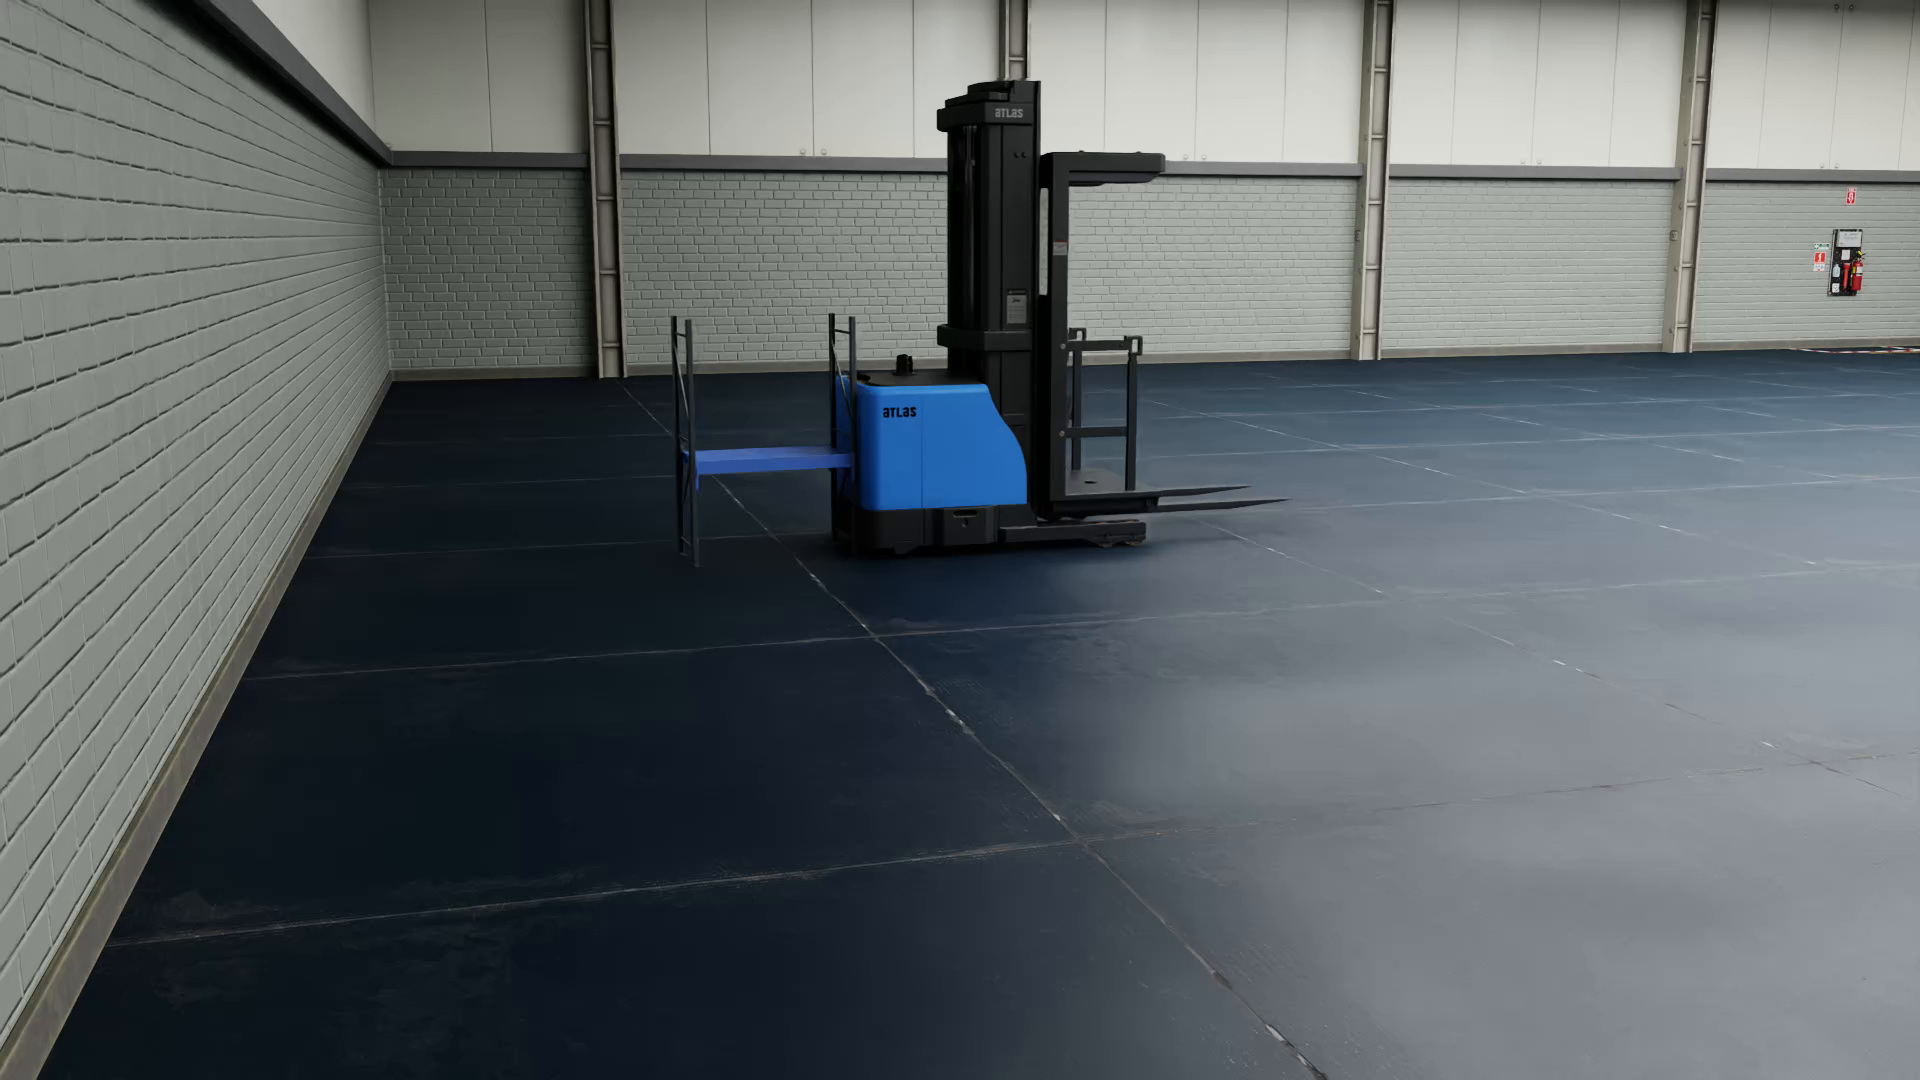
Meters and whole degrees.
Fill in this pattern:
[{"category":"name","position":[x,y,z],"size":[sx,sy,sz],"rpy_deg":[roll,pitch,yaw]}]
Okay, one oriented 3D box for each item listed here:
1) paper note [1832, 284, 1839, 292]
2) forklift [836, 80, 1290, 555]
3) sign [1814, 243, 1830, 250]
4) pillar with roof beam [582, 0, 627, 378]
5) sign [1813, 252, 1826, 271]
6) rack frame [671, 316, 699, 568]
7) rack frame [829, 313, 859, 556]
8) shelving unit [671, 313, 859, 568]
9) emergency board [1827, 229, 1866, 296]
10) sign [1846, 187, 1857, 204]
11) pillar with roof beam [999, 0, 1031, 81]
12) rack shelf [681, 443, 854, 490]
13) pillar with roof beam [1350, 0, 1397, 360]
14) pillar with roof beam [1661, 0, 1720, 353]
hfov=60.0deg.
[{"category":"paper note","position":[15.519,-4.467,29.457],"size":[0.142,0.148,0.016],"rpy_deg":[-3,11,-16]},{"category":"forklift","position":[0.709,-1.480,10.993],"size":[3.031,2.935,1.130],"rpy_deg":[-3,11,-17]},{"category":"sign","position":[15.155,-5.164,29.248],"size":[0.331,0.109,0.001],"rpy_deg":[-3,11,-16]},{"category":"pillar with roof beam","position":[-3.749,-6.003,18.798],"size":[0.400,9.000,9.100],"rpy_deg":[-3,11,-16]},{"category":"sign","position":[15.148,-4.904,29.303],"size":[0.234,0.329,0.001],"rpy_deg":[-3,11,-16]},{"category":"rack frame","position":[-1.694,-0.612,10.229],"size":[0.032,1.500,0.500],"rpy_deg":[-4,11,-20]},{"category":"rack frame","position":[-0.742,-0.677,10.581],"size":[0.032,1.500,0.500],"rpy_deg":[-4,11,-20]},{"category":"shelving unit","position":[-1.218,-0.644,10.405],"size":[1.048,1.500,0.538],"rpy_deg":[-4,11,-20]},{"category":"emergency board","position":[15.708,-4.897,29.360],"size":[0.643,1.169,0.194],"rpy_deg":[-3,11,-16]},{"category":"sign","position":[15.672,-6.054,29.242],"size":[0.199,0.298,0.001],"rpy_deg":[-3,11,-16]},{"category":"pillar with roof beam","position":[2.012,-6.306,20.448],"size":[0.400,9.000,9.100],"rpy_deg":[-3,11,-16]},{"category":"rack shelf","position":[-1.218,-0.468,10.437],"size":[1.000,0.185,0.538],"rpy_deg":[-4,11,-20]},{"category":"pillar with roof beam","position":[7.773,-6.610,22.097],"size":[0.400,9.000,9.100],"rpy_deg":[-3,11,-16]},{"category":"pillar with roof beam","position":[13.534,-6.914,23.746],"size":[0.400,9.000,9.100],"rpy_deg":[-3,11,-16]}]
